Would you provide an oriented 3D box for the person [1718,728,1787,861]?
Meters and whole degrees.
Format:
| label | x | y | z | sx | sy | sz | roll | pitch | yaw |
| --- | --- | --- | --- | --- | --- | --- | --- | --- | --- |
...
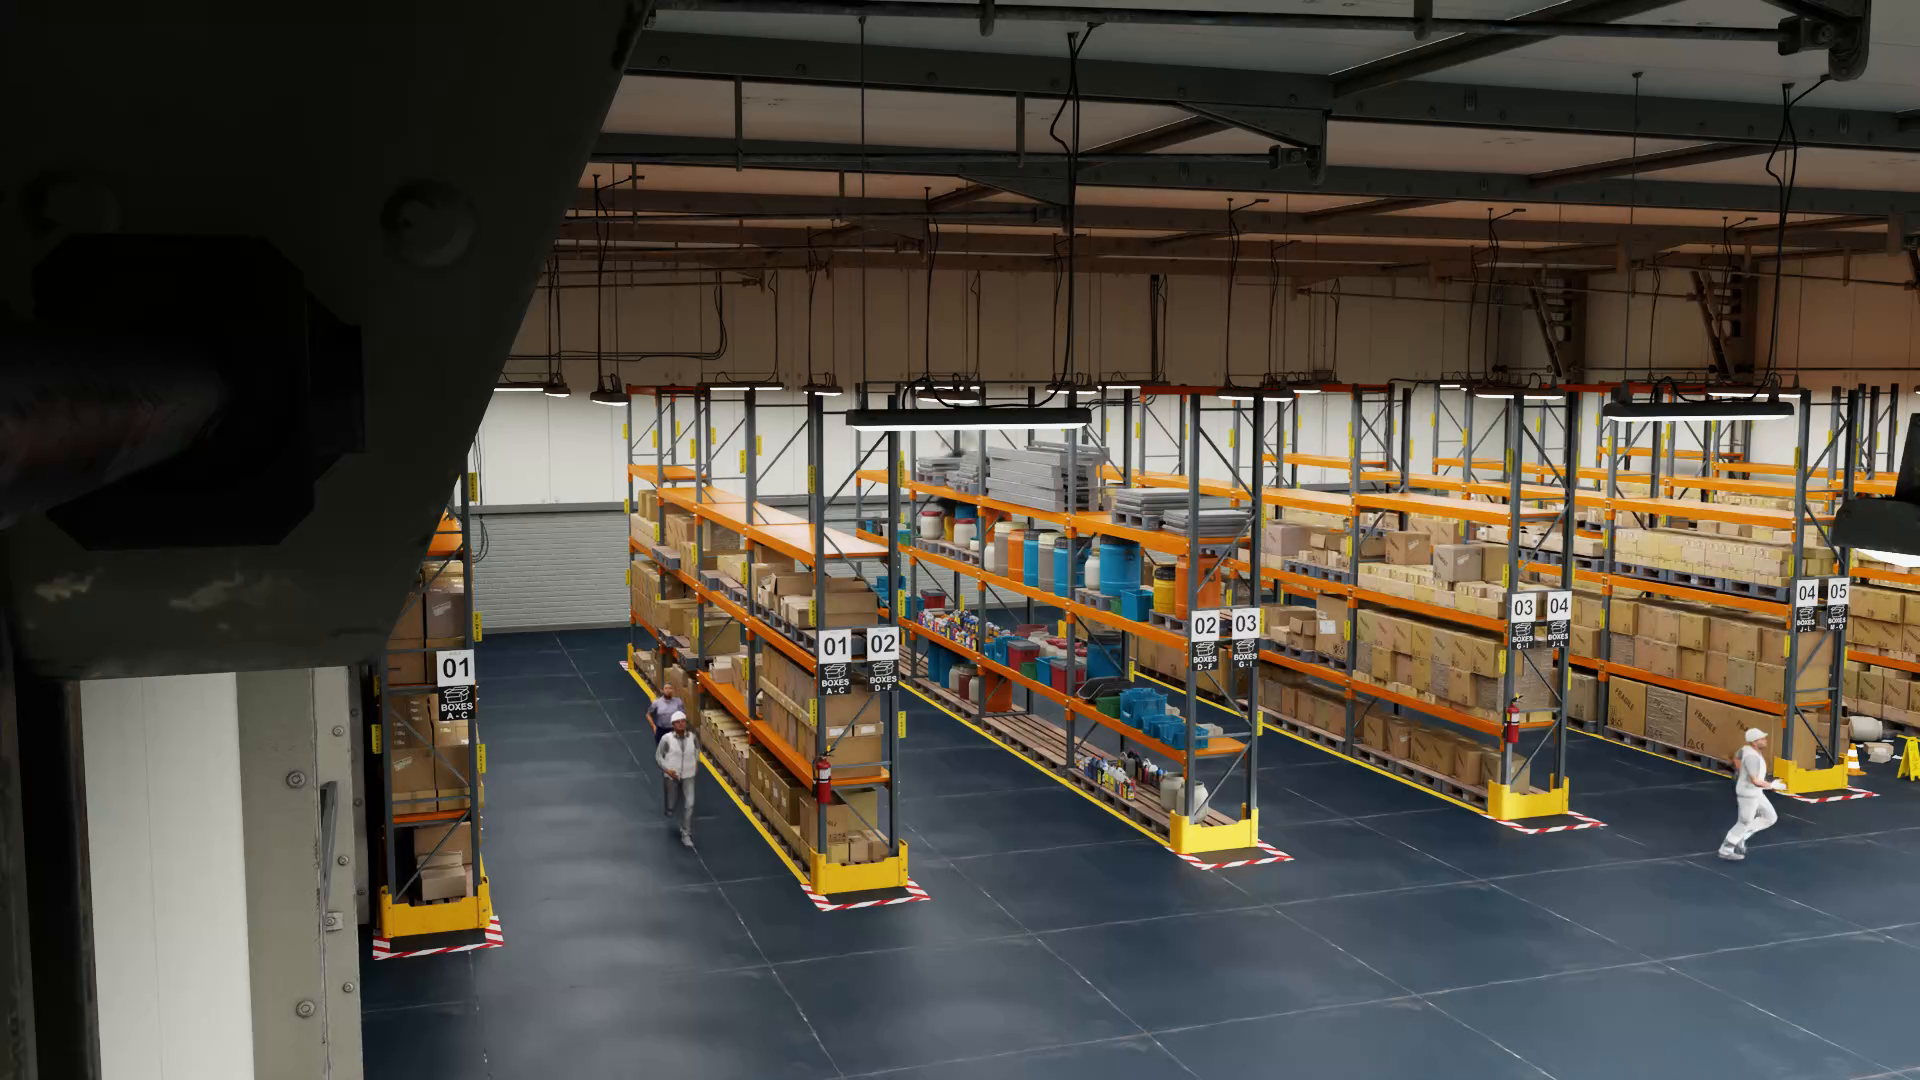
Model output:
| label | x | y | z | sx | sy | sz | roll | pitch | yaw |
| --- | --- | --- | --- | --- | --- | --- | --- | --- | --- |
| person | 10.169 | 3.252 | 21.296 | 0.749 | 1.730 | 0.683 | 3 | 7 | 29 |

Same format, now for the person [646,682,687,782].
| label | x | y | z | sx | sy | sz | roll | pitch | yaw |
| --- | --- | --- | --- | --- | --- | --- | --- | --- | --- |
| person | -4.424 | 2.949 | 25.160 | 0.615 | 1.583 | 0.713 | -2 | 6 | -20 |

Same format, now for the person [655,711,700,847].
| label | x | y | z | sx | sy | sz | roll | pitch | yaw |
| --- | --- | --- | --- | --- | --- | --- | --- | --- | --- |
| person | -3.789 | 3.176 | 22.422 | 0.642 | 1.760 | 1.010 | -2 | 6 | -18 |
